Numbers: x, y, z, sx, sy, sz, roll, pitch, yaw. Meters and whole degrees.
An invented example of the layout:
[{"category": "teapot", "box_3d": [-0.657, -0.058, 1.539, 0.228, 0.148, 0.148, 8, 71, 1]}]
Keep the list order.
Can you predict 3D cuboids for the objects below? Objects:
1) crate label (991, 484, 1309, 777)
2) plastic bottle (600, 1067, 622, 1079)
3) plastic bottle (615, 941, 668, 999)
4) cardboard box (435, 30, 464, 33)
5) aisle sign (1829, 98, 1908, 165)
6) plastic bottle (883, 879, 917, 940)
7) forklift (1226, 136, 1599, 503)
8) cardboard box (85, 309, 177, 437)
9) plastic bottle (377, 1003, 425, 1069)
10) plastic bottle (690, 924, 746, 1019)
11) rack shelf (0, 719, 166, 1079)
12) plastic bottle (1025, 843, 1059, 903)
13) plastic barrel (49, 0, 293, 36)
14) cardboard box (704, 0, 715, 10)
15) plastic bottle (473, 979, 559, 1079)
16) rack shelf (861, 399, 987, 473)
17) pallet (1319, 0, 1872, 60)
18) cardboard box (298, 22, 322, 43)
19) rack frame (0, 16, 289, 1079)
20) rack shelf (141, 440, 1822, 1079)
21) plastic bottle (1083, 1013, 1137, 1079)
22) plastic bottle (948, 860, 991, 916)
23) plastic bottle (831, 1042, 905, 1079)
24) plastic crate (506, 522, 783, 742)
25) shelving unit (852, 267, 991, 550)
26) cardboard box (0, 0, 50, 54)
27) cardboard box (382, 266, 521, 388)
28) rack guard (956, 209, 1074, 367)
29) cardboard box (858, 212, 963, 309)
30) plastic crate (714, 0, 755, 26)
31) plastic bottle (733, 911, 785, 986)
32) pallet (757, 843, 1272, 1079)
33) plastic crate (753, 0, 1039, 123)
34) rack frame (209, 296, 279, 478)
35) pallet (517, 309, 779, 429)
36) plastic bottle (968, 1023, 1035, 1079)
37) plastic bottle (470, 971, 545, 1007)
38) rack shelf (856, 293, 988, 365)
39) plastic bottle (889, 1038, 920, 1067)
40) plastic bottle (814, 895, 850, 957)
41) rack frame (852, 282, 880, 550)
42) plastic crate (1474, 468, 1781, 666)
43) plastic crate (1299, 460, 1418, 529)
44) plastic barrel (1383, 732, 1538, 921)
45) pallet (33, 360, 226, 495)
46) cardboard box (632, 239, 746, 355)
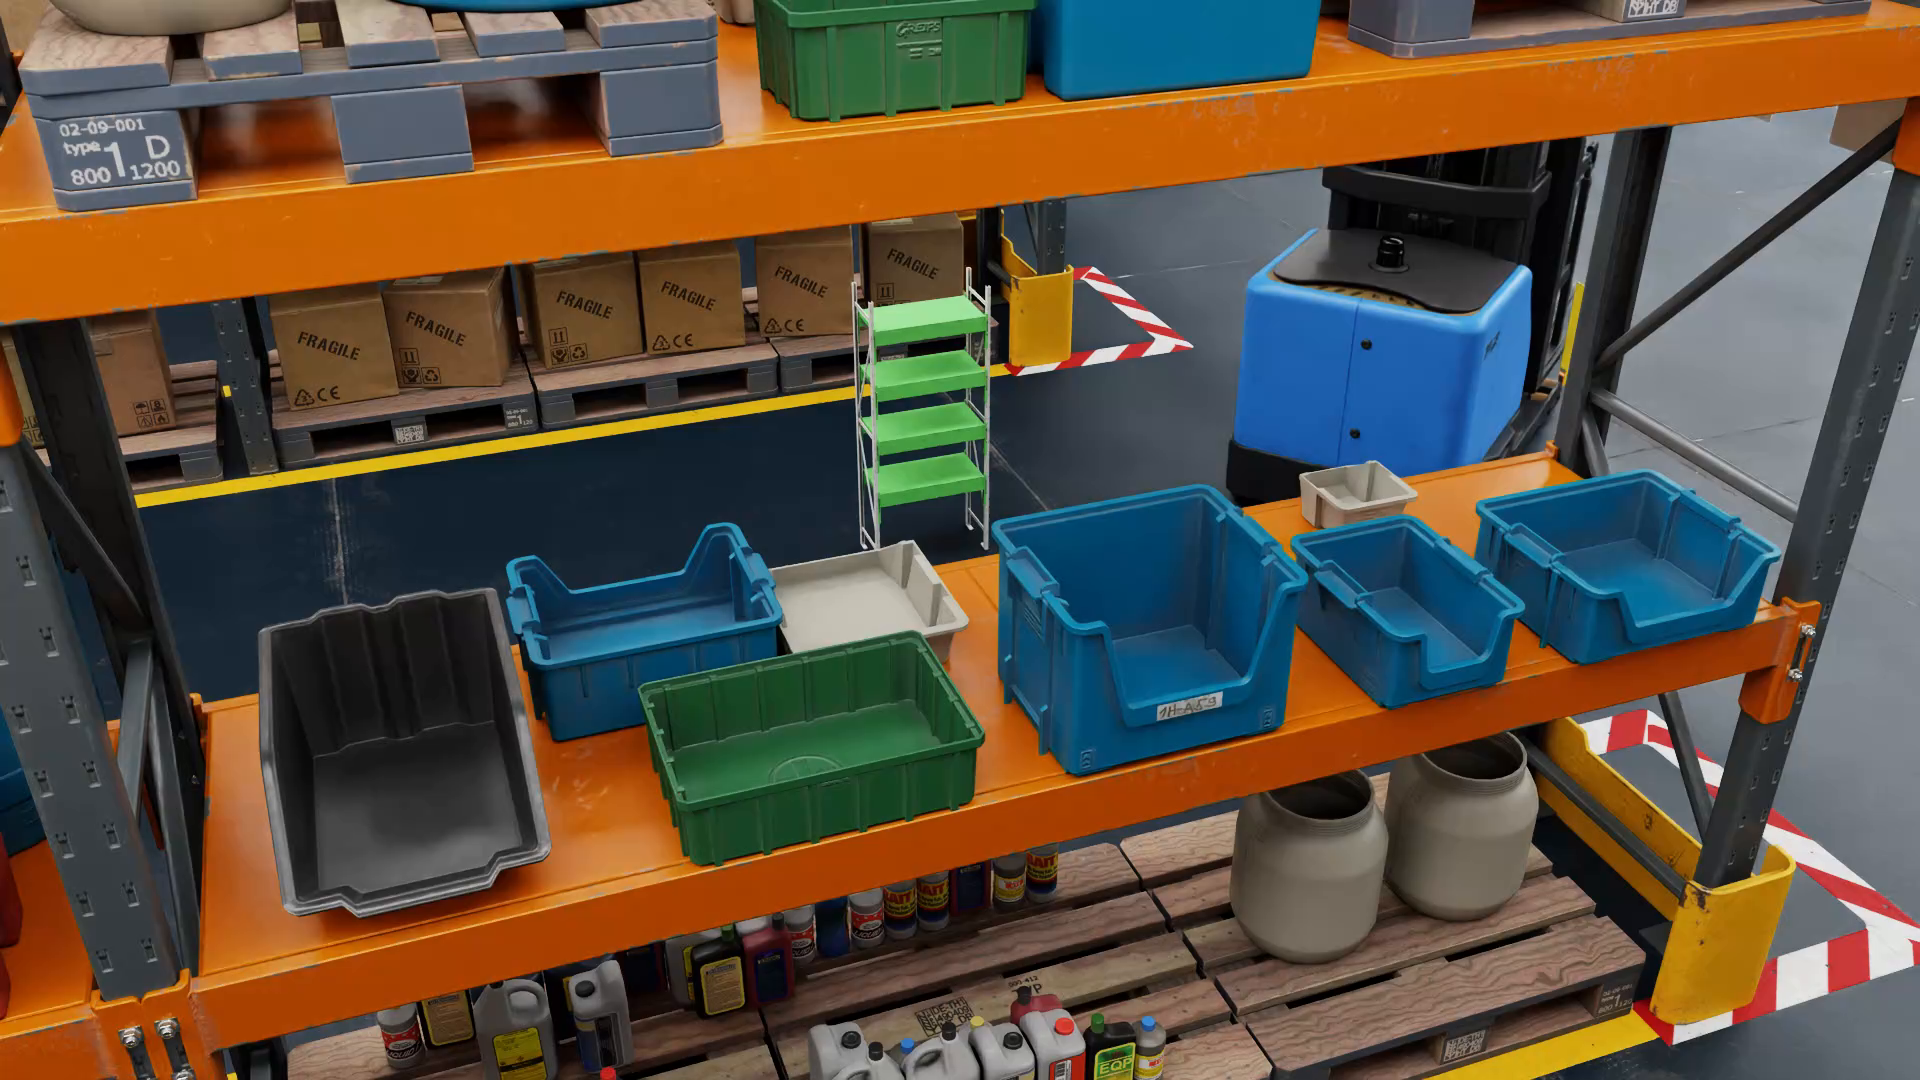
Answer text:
[{"category": "crate label", "box_3d": [0.419, 0.198, 3.837, 0.616, 0.435, 0.502, -10, 31, -18]}, {"category": "plastic bottle", "box_3d": [-0.849, 1.407, 3.982, 0.185, 0.351, 0.144, -10, 31, -18]}, {"category": "plastic bottle", "box_3d": [-0.879, 1.124, 4.546, 0.133, 0.283, 0.061, -8, 31, -14]}, {"category": "cardboard box", "box_3d": [-2.503, -2.129, 7.555, 0.500, 0.500, 0.875, -10, 31, -18]}, {"category": "aisle sign", "box_3d": [2.220, -1.234, 3.760, 0.004, 0.787, 0.394, -10, 31, -18]}, {"category": "plastic bottle", "box_3d": [-0.174, 1.009, 4.760, 0.097, 0.271, 0.097, 0, 30, 0]}, {"category": "forklift", "box_3d": [2.389, -1.947, 7.706, 1.130, 2.935, 3.031, 16, 34, 26]}, {"category": "cardboard box", "box_3d": [-4.010, -0.847, 7.786, 0.500, 0.500, 0.700, -13, 32, -21]}, {"category": "plastic bottle", "box_3d": [-1.468, 1.278, 4.359, 0.097, 0.201, 0.097, 0, 30, 0]}, {"category": "plastic bottle", "box_3d": [-0.654, 1.159, 4.485, 0.133, 0.283, 0.061, -10, 31, -18]}, {"category": "rack shelf", "box_3d": [-3.574, 1.118, 2.984, 4.000, 0.370, 1.077, -10, 31, -18]}, {"category": "plastic bottle", "box_3d": [0.241, 0.933, 4.894, 0.097, 0.271, 0.097, 0, 30, 0]}, {"category": "plastic barrel", "box_3d": [-1.228, -1.057, 2.508, 0.421, 0.512, 0.421, 0, 30, 0]}, {"category": "cardboard box", "box_3d": [-1.043, -2.751, 7.638, 0.500, 0.500, 0.500, -10, 31, -18]}, {"category": "plastic bottle", "box_3d": [-1.146, 1.242, 4.271, 0.185, 0.351, 0.144, -10, 31, -18]}, {"category": "rack shelf", "box_3d": [-0.155, -0.437, 6.934, 0.480, 0.148, 0.258, -10, 31, -18]}, {"category": "pallet", "box_3d": [1.240, -1.354, 3.757, 1.213, 0.211, 1.003, -10, 31, -18]}, {"category": "cardboard box", "box_3d": [-2.916, -2.404, 7.028, 0.500, 0.500, 0.500, -10, 31, -18]}, {"category": "rack frame", "box_3d": [-1.701, 0.459, 3.414, 0.053, 2.616, 0.949, -10, 31, -18]}, {"category": "rack shelf", "box_3d": [0.175, 0.428, 4.196, 4.000, 0.370, 1.077, -10, 31, -18]}, {"category": "plastic bottle", "box_3d": [0.378, 1.308, 4.223, 0.133, 0.283, 0.061, -10, 31, -16]}, {"category": "plastic bottle", "box_3d": [0.023, 0.958, 4.838, 0.133, 0.283, 0.061, -10, 31, -17]}, {"category": "plastic bottle", "box_3d": [-0.223, 1.368, 4.051, 0.185, 0.351, 0.144, -11, 31, -18]}, {"category": "plastic crate", "box_3d": [-0.757, 0.208, 4.005, 0.616, 0.251, 0.499, -10, 31, -18]}, {"category": "shelving unit", "box_3d": [-0.155, -0.493, 6.903, 0.503, 1.200, 0.258, -10, 31, -18]}, {"category": "cardboard box", "box_3d": [-4.220, -2.208, 7.066, 1.000, 1.000, 1.000, -10, 31, -17]}, {"category": "cardboard box", "box_3d": [-2.504, -1.087, 8.228, 0.500, 0.500, 0.500, -1, 30, -2]}, {"category": "rack guard", "box_3d": [0.251, -1.429, 9.253, 0.348, 0.500, 1.175, -10, 31, -18]}, {"category": "cardboard box", "box_3d": [-0.269, -1.524, 8.996, 0.500, 0.500, 0.500, -5, 30, -8]}, {"category": "plastic crate", "box_3d": [-0.336, -1.193, 3.550, 0.396, 0.136, 0.243, -10, 31, -18]}, {"category": "plastic bottle", "box_3d": [-0.560, 1.093, 4.609, 0.135, 0.276, 0.152, -10, 31, -17]}, {"category": "pallet", "box_3d": [0.090, 1.363, 4.644, 1.213, 0.211, 1.003, -10, 31, -18]}, {"category": "plastic crate", "box_3d": [-0.126, -0.897, 2.978, 0.450, 0.188, 0.336, -10, 31, -18]}, {"category": "rack frame", "box_3d": [-3.427, -1.837, 7.445, 0.127, 3.000, 1.000, -10, 31, -18]}, {"category": "pallet", "box_3d": [-1.664, -0.971, 8.740, 1.213, 0.211, 1.003, -10, 31, -18]}, {"category": "plastic bottle", "box_3d": [0.105, 1.337, 4.179, 0.135, 0.276, 0.152, -11, 32, -19]}, {"category": "plastic bottle", "box_3d": [-1.197, 1.175, 4.388, 0.185, 0.351, 0.144, -11, 32, -19]}, {"category": "rack shelf", "box_3d": [-0.155, -0.854, 6.697, 0.480, 0.148, 0.258, -10, 31, -18]}, {"category": "plastic bottle", "box_3d": [-0.132, 1.352, 4.229, 0.097, 0.201, 0.097, 0, 30, 0]}, {"category": "plastic bottle", "box_3d": [-0.364, 1.044, 4.699, 0.097, 0.271, 0.097, 0, 30, 0]}, {"category": "rack frame", "box_3d": [-0.384, -0.451, 6.829, 0.015, 1.200, 0.240, -10, 31, -18]}, {"category": "plastic crate", "box_3d": [1.684, 0.060, 4.265, 0.616, 0.251, 0.499, -10, 31, -18]}, {"category": "plastic crate", "box_3d": [1.098, -0.110, 4.680, 0.250, 0.136, 0.298, -10, 31, -18]}, {"category": "plastic barrel", "box_3d": [1.459, 0.818, 4.874, 0.421, 0.512, 0.421, 0, 30, 0]}, {"category": "pallet", "box_3d": [-4.156, -0.491, 7.898, 1.213, 0.211, 1.003, -10, 31, -18]}, {"category": "cardboard box", "box_3d": [-1.411, -1.306, 8.613, 0.500, 0.500, 0.500, -8, 31, -13]}]
